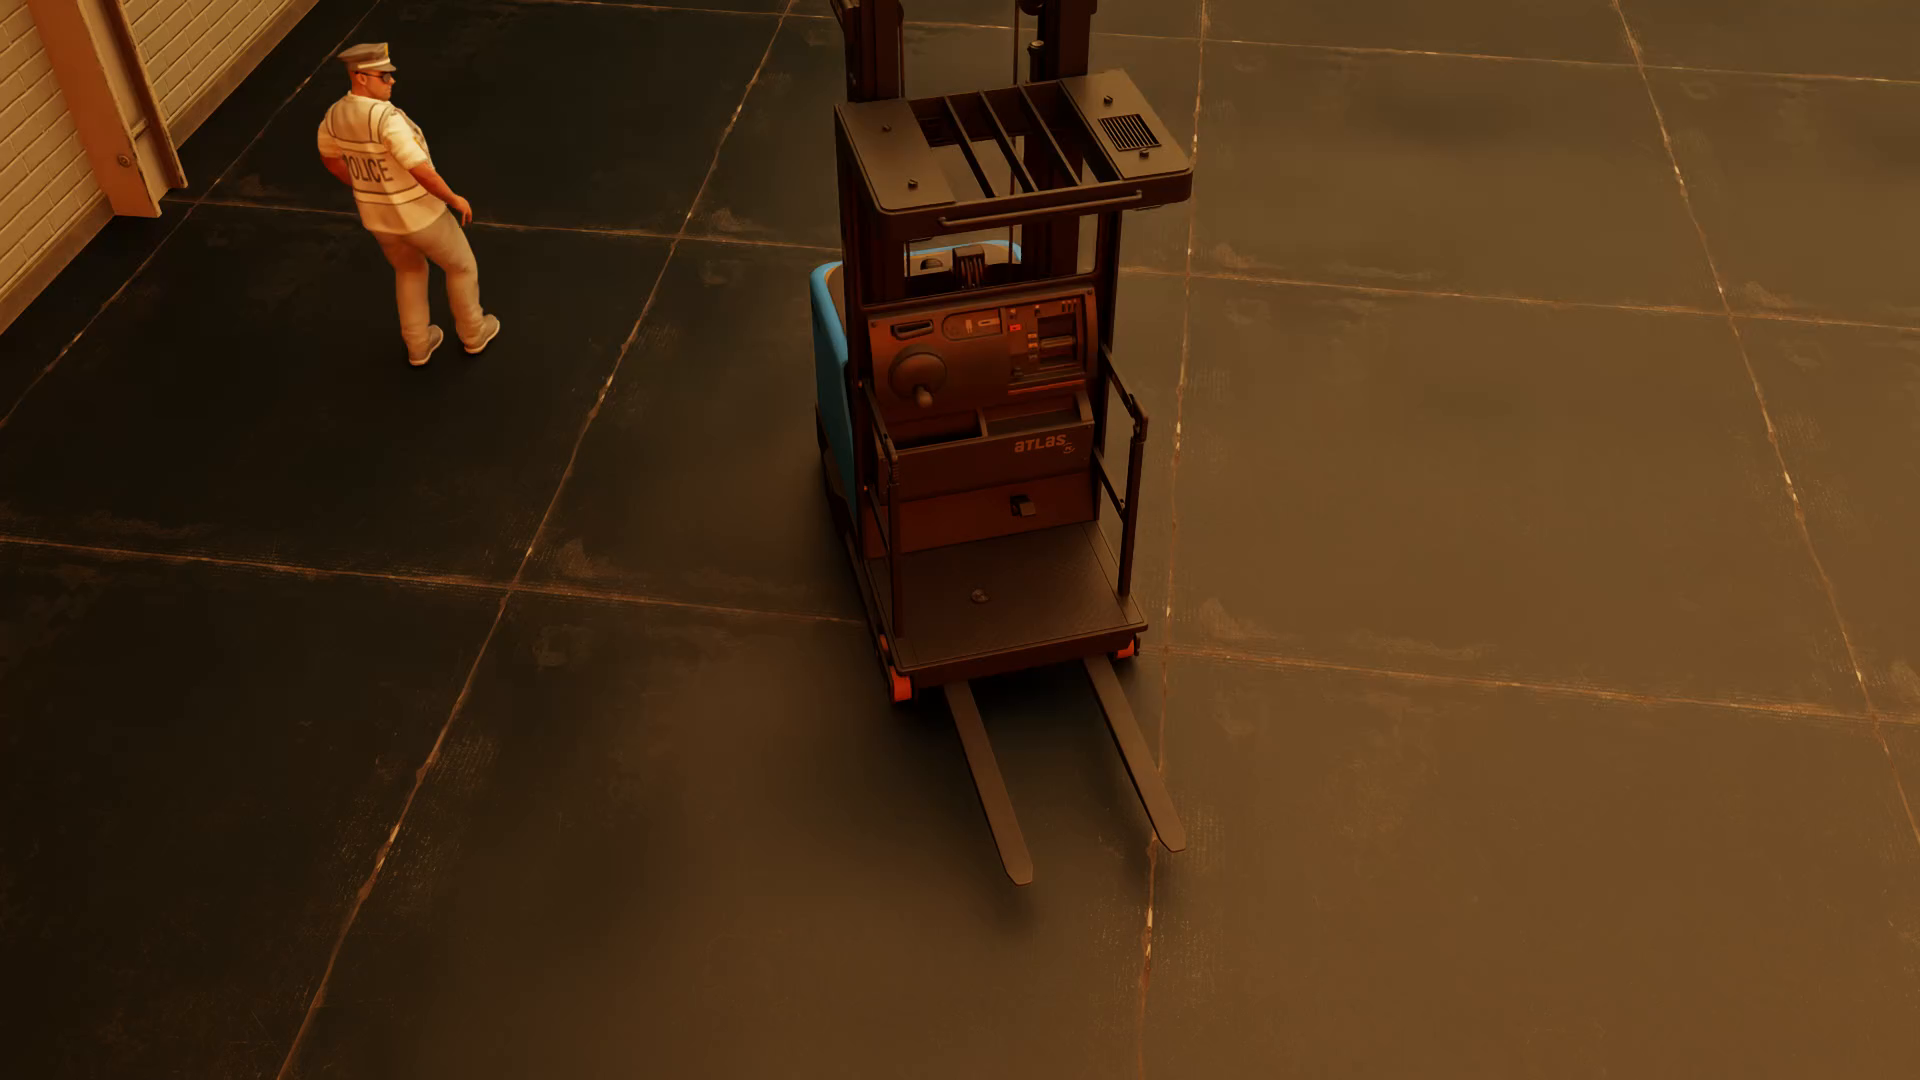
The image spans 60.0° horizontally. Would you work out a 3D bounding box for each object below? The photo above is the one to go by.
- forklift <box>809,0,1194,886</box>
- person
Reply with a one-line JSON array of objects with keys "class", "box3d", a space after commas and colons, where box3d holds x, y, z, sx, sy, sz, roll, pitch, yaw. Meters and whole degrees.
[{"class": "forklift", "box3d": [0.153, -0.681, 6.465, 1.130, 2.935, 3.031, -10, 44, -11]}, {"class": "person", "box3d": [-2.814, -1.709, 8.471, 0.742, 1.736, 0.531, 13, 44, 13]}]
